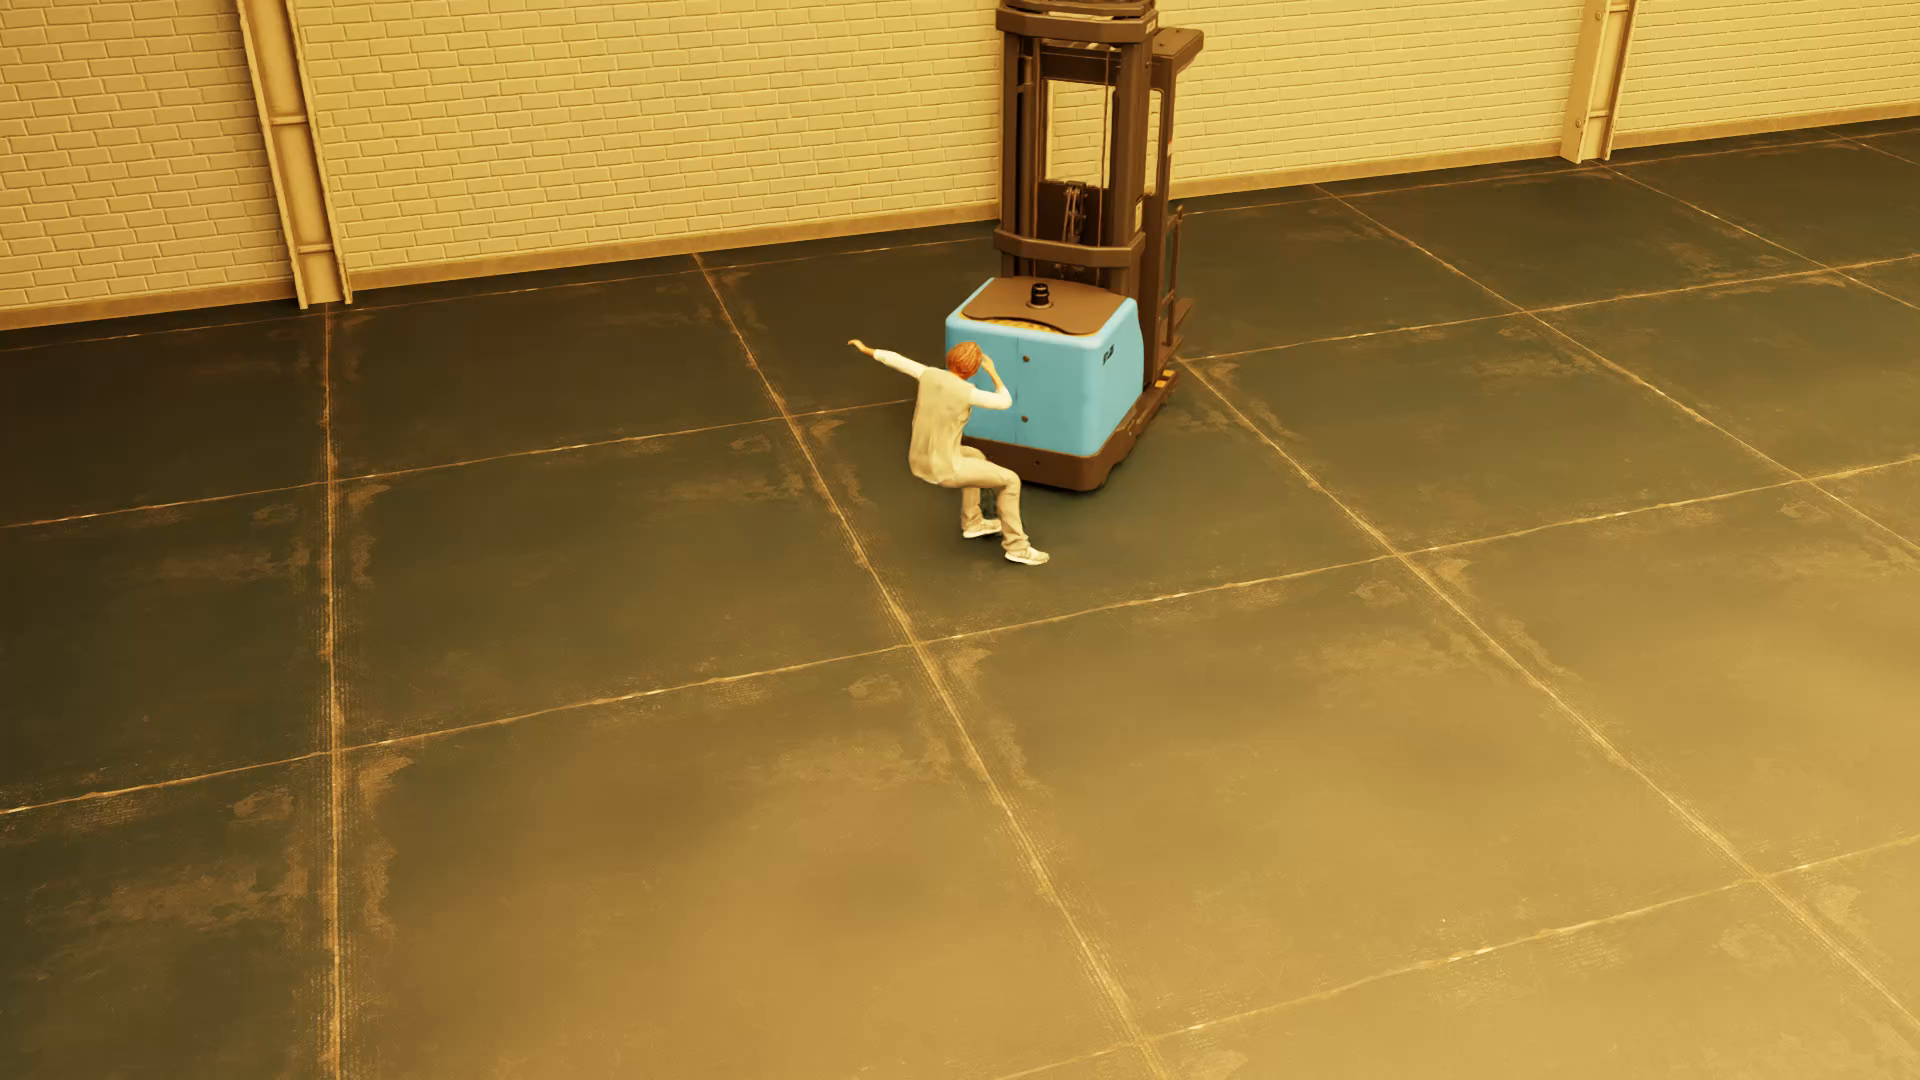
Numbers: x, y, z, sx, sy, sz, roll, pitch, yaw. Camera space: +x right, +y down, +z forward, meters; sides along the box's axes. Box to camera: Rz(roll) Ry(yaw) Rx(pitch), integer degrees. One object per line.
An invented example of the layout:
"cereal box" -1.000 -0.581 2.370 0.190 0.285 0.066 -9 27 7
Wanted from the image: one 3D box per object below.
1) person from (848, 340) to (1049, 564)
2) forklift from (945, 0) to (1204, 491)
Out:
"person" -0.077 -0.577 9.774 1.305 1.290 0.665 25 38 36
"forklift" 0.915 -2.296 11.078 1.130 2.935 3.031 11 32 19
